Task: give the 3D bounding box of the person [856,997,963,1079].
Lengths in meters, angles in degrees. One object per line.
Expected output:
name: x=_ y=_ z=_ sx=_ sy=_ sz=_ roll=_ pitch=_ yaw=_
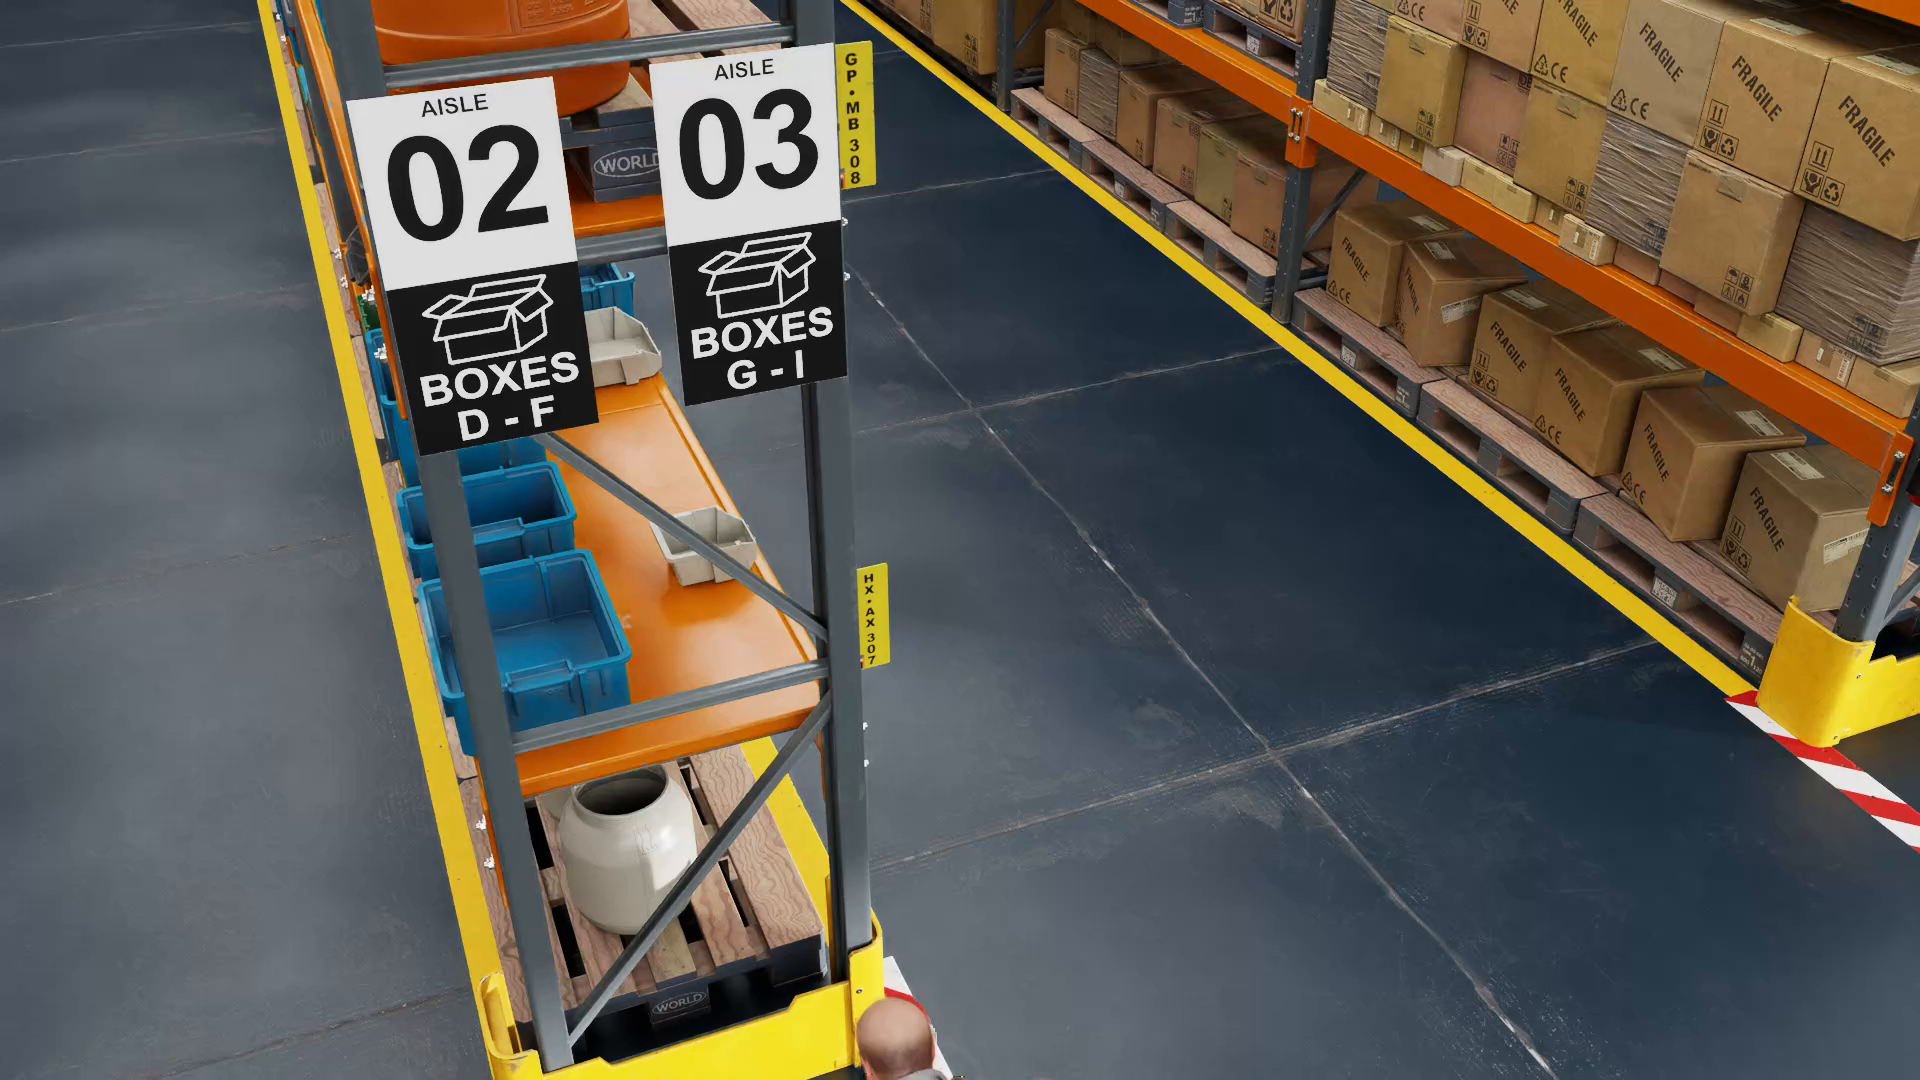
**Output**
person: x=-0.005 y=1.778 z=3.831 sx=0.469 sy=1.309 sz=0.897 roll=-14 pitch=36 yaw=-20
